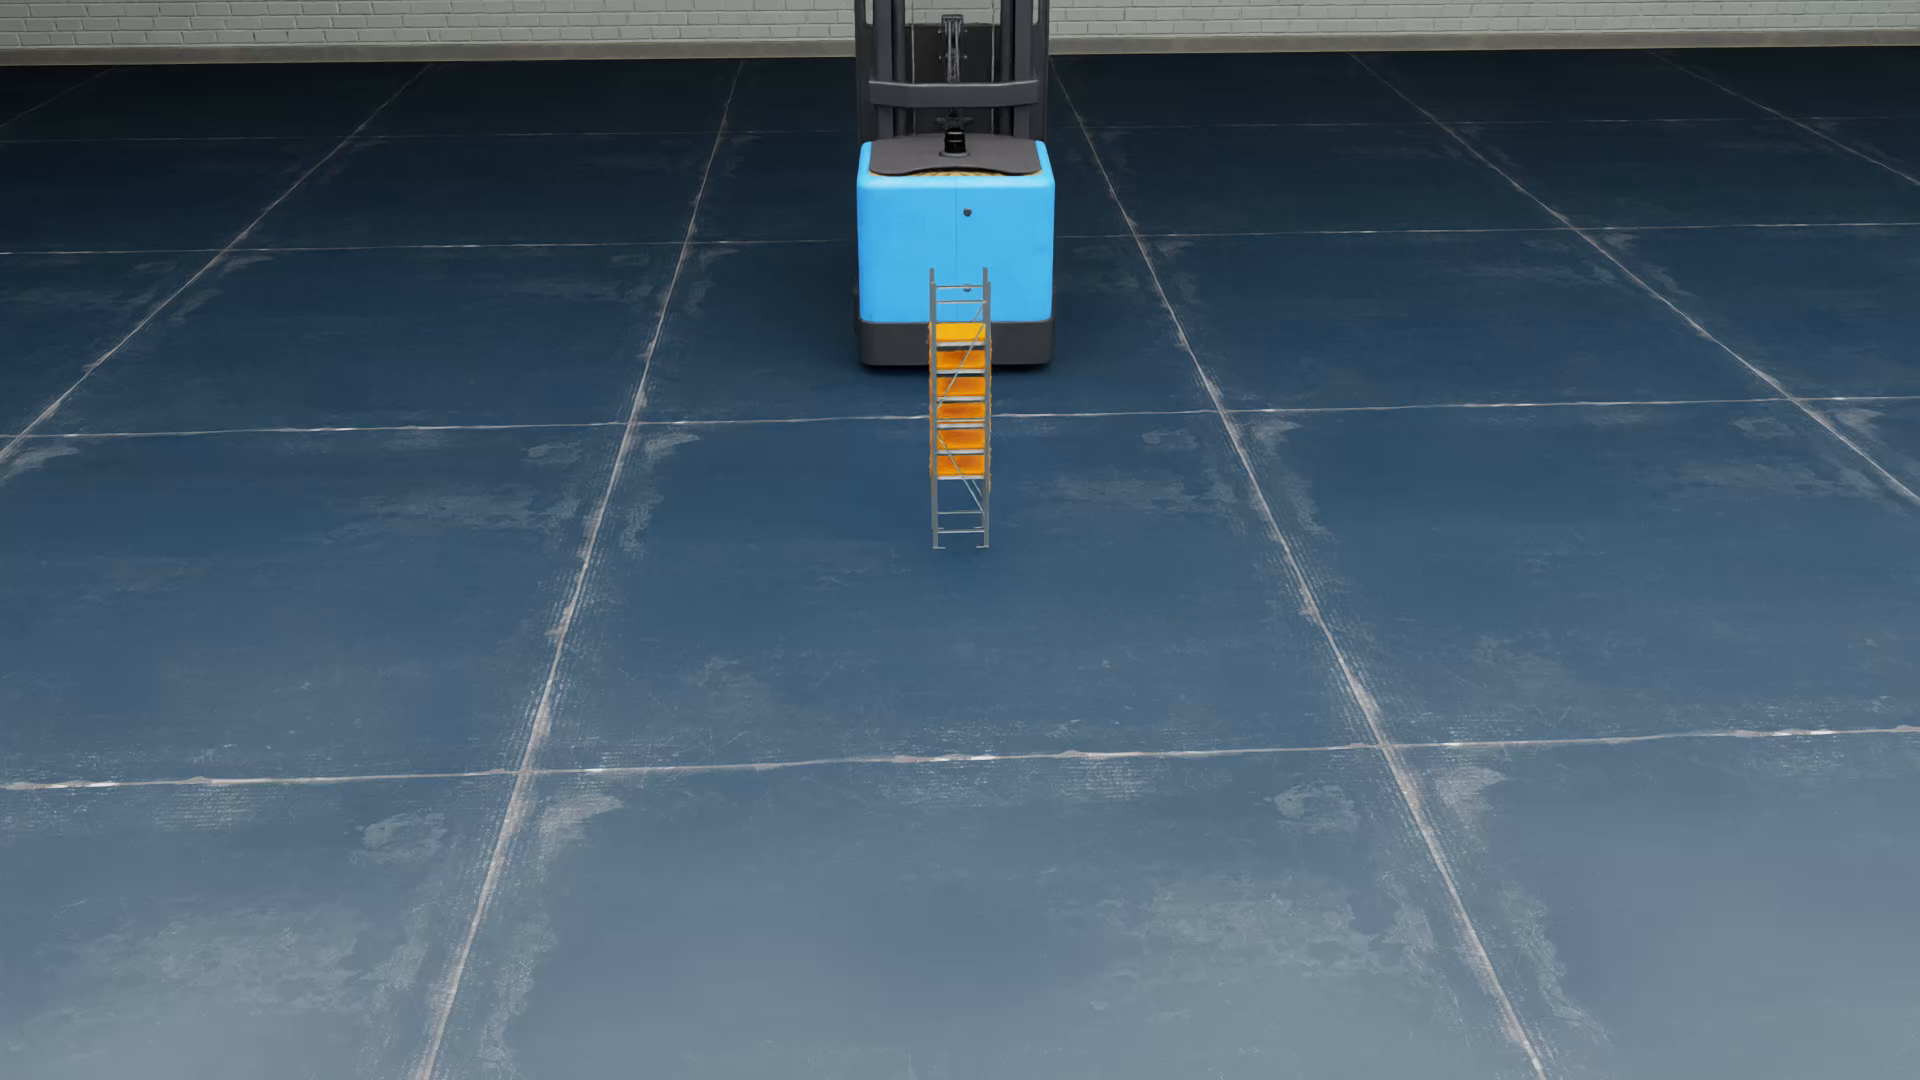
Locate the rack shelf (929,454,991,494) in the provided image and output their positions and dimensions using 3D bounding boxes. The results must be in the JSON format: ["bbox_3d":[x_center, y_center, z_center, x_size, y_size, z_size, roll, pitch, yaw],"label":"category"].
[{"bbox_3d":[-0.001,-0.286,7.117,0.258,0.103,0.180,-1,28,-3],"label":"rack shelf"}]

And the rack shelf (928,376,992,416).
[{"bbox_3d":[-0.001,-0.606,6.950,0.258,0.103,0.180,-1,28,-3],"label":"rack shelf"}]

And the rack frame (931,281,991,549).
[{"bbox_3d":[0.004,-0.496,6.904,0.240,1.200,0.006,-1,28,-3],"label":"rack frame"}]

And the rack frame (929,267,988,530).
[{"bbox_3d":[-0.006,-0.581,7.066,0.240,1.200,0.006,-1,28,-3],"label":"rack frame"}]

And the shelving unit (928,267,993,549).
[{"bbox_3d":[-0.001,-0.539,6.985,0.258,1.200,0.189,-1,28,-3],"label":"shelving unit"}]

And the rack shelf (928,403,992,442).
[{"bbox_3d":[-0.001,-0.499,7.006,0.258,0.103,0.180,-1,28,-3],"label":"rack shelf"}]

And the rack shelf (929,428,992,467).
[{"bbox_3d":[-0.001,-0.393,7.061,0.258,0.103,0.180,-1,28,-3],"label":"rack shelf"}]

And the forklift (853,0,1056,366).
[{"bbox_3d":[-0.051,-2.870,9.584,1.130,2.935,3.031,-1,28,-1],"label":"forklift"}]

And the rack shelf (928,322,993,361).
[{"bbox_3d":[-0.001,-0.818,6.839,0.258,0.103,0.180,-1,28,-3],"label":"rack shelf"}]

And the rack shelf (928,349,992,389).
[{"bbox_3d":[-0.001,-0.712,6.895,0.258,0.103,0.180,-1,28,-3],"label":"rack shelf"}]
